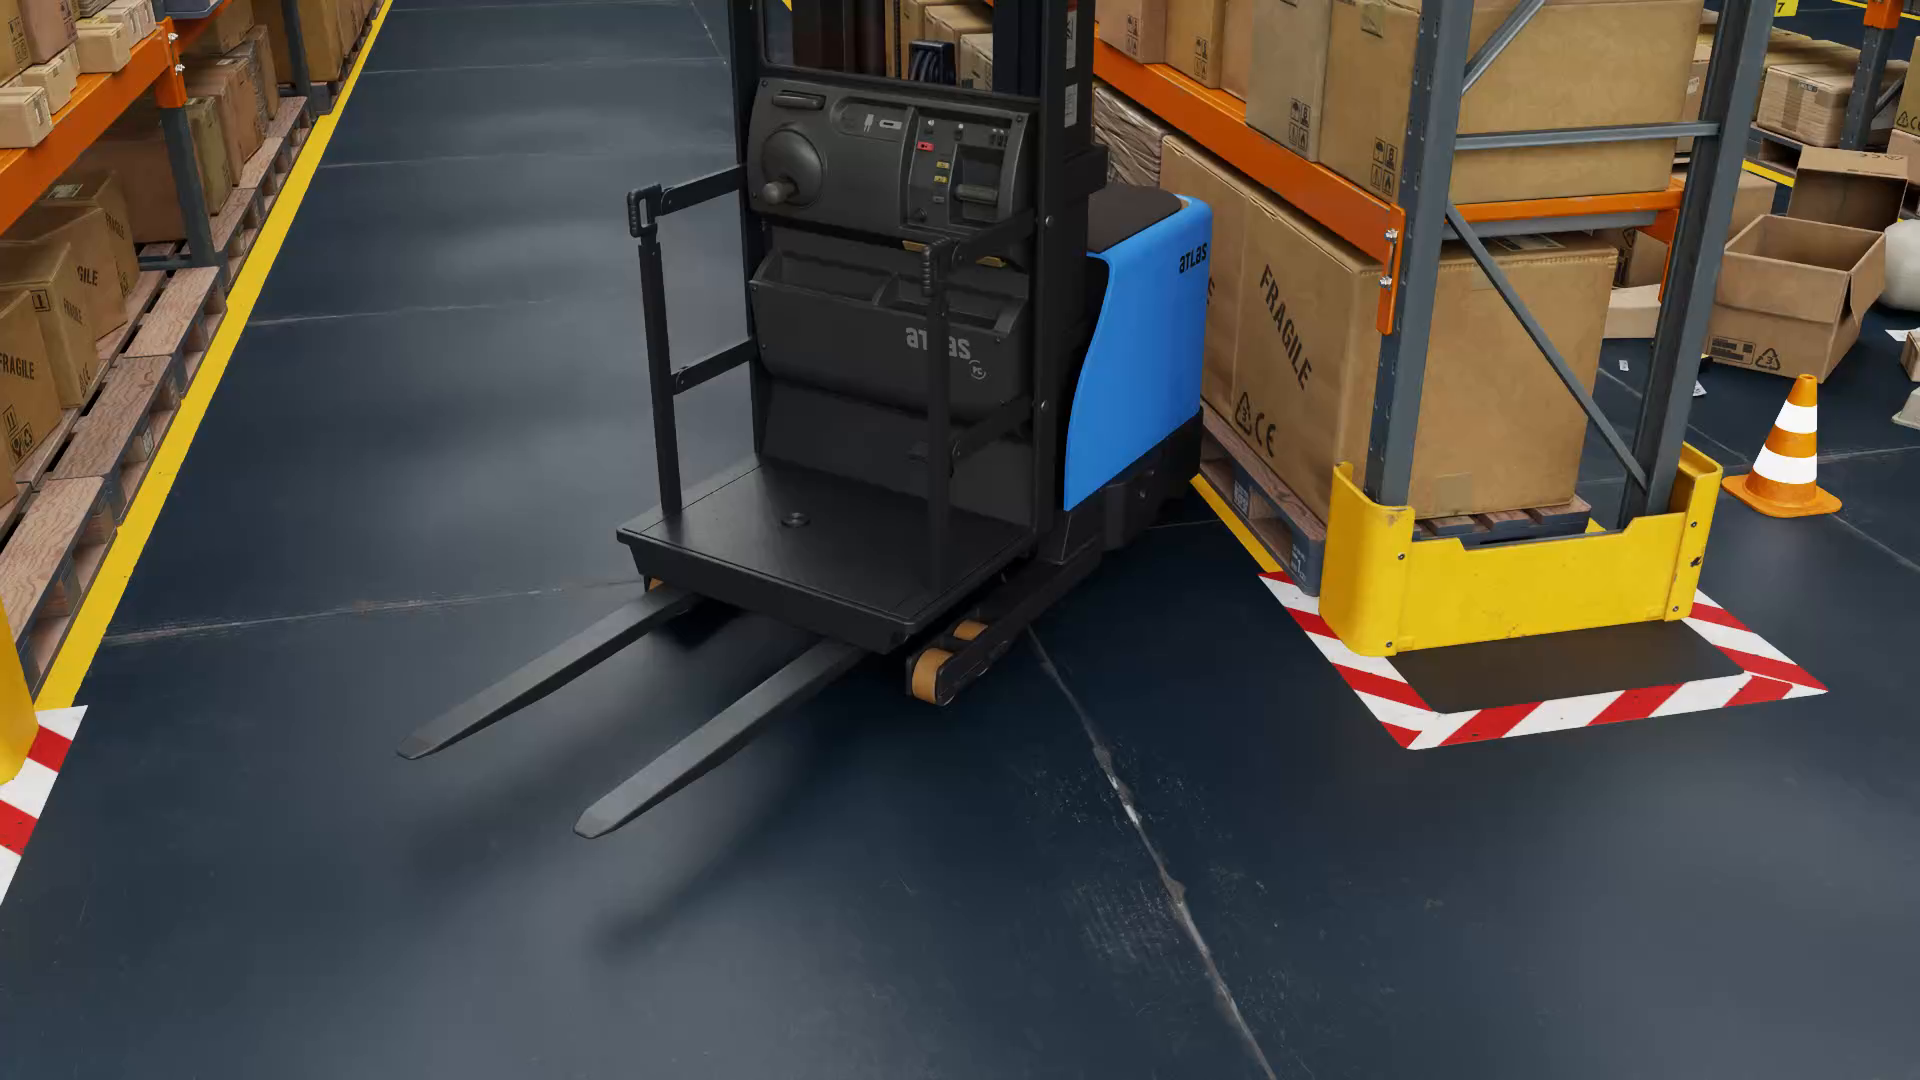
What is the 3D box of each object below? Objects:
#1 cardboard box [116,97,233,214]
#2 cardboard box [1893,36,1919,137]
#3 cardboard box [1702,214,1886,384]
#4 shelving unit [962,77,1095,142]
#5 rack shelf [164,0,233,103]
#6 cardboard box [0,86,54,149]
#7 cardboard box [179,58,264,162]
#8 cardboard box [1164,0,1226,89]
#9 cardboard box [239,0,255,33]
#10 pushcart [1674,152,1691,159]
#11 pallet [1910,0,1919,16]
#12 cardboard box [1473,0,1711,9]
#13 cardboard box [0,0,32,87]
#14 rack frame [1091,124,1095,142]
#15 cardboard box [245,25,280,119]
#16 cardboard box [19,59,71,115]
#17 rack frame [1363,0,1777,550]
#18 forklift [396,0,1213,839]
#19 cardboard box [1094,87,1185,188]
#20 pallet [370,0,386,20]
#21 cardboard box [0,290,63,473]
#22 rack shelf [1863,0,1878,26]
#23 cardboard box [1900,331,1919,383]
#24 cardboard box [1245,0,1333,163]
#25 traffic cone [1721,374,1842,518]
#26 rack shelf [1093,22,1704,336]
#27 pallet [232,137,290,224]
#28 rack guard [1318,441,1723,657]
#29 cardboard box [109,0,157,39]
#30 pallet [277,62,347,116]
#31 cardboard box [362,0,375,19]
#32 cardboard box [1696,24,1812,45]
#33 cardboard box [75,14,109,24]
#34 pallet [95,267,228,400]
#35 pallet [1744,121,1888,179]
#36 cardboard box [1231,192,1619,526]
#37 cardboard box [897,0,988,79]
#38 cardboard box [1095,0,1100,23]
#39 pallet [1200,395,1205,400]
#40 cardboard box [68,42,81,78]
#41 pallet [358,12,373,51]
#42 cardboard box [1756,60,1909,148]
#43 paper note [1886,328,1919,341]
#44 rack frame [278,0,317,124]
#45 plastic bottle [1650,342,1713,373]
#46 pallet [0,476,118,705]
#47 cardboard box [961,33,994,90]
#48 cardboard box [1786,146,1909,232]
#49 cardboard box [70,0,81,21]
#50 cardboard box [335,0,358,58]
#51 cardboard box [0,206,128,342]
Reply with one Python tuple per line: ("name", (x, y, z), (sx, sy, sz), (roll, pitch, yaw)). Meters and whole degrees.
("cardboard box", (-4.234, -1.983, 8.636), (0.700, 0.500, 0.500), (-6, 27, -12))
("cardboard box", (5.498, -2.434, 8.997), (0.500, 0.500, 0.500), (-5, 27, -9))
("cardboard box", (3.667, -1.070, 7.311), (0.637, 0.503, 0.797), (19, 32, 32))
("shelving unit", (0.062, -1.256, 6.991), (0.538, 1.125, 1.048), (-13, 30, -24))
("rack shelf", (-4.478, -2.977, 9.117), (1.077, 0.370, 4.000), (-6, 27, -12))
("cardboard box", (-3.201, -1.369, 5.413), (0.380, 0.149, 0.250), (-6, 27, -12))
("cardboard box", (-4.486, -2.474, 9.608), (0.700, 0.500, 0.500), (-4, 27, -7))
("cardboard box", (1.293, -2.075, 6.365), (0.875, 0.550, 0.500), (-6, 27, -12))
("cardboard box", (-4.748, -3.300, 10.413), (0.500, 0.250, 0.500), (-5, 27, -9))
("pushcart", (3.418, -2.002, 9.297), (1.648, 0.377, 0.936), (-16, 31, -29))
("pallet", (9.430, -4.774, 14.975), (1.003, 0.211, 1.213), (-6, 27, -12))
("cardboard box", (1.683, -1.839, 4.699), (0.875, 0.550, 0.550), (-6, 27, -12))
("cardboard box", (-3.624, -1.737, 5.422), (0.875, 0.500, 0.500), (-6, 27, -12))
("rack frame", (0.293, -1.052, 6.587), (0.500, 1.125, 0.032), (-13, 30, -24))
("cardboard box", (-4.758, -2.964, 10.579), (0.700, 0.500, 0.500), (-7, 28, -14))
("cardboard box", (-3.369, -1.583, 5.836), (0.380, 0.149, 0.250), (-6, 27, -12))
("rack frame", (1.729, -1.123, 4.646), (1.000, 3.000, 0.127), (-6, 27, -12))
("forklift", (-0.334, -1.071, 4.618), (1.130, 2.935, 3.031), (16, 31, 29))
("cardboard box", (1.108, -1.439, 7.165), (0.875, 0.875, 0.875), (-6, 27, -11))
("pallet", (-5.925, -5.029, 15.479), (1.003, 0.211, 1.213), (-6, 27, -12))
("cardboard box", (-3.541, -0.547, 5.812), (0.500, 0.500, 0.500), (-3, 27, -7))
("rack shelf", (5.177, -3.983, 11.110), (1.077, 0.370, 4.000), (-6, 27, -12))
("cardboard box", (4.266, -0.767, 7.105), (0.380, 0.149, 0.250), (8, 28, 15))
("cardboard box", (1.456, -1.587, 5.400), (0.875, 0.550, 0.550), (-6, 27, -12))
("traffic cone", (2.993, -0.368, 5.965), (0.336, 0.463, 0.334), (-6, 27, -12))
("rack shelf", (1.279, -1.680, 6.548), (1.077, 0.370, 4.000), (-6, 27, -12))
("pallet", (-4.483, -2.053, 9.583), (1.003, 0.211, 1.213), (-6, 27, -12))
("rack guard", (1.735, 0.003, 5.188), (1.175, 0.500, 0.348), (-6, 27, -12))
("cardboard box", (-3.692, -2.243, 7.144), (0.380, 0.149, 0.250), (-6, 27, -12))
("pallet", (-5.033, -3.285, 12.023), (1.003, 0.211, 1.213), (-6, 27, -12))
("cardboard box", (-5.666, -4.892, 14.005), (1.225, 0.875, 0.875), (-6, 27, -11))
("cardboard box", (5.183, -3.291, 11.391), (0.950, 0.372, 0.625), (-5, 27, -10))
("cardboard box", (-3.647, -2.016, 6.695), (0.380, 0.149, 0.250), (-6, 27, -12))
("pallet", (-3.841, -0.884, 7.266), (1.003, 0.211, 1.213), (-6, 27, -12))
("pallet", (5.451, -2.523, 10.514), (1.003, 0.211, 1.213), (-6, 27, -12))
("cardboard box", (1.512, -0.653, 5.607), (0.875, 0.875, 0.875), (-6, 27, -11))
("cardboard box", (0.176, -3.158, 10.709), (1.050, 0.750, 0.750), (-6, 27, -11))
("cardboard box", (1.069, -2.546, 7.299), (0.875, 0.550, 0.550), (-6, 27, -12))
("pallet", (1.202, -0.756, 7.013), (1.003, 0.211, 1.213), (-6, 27, -12))
("cardboard box", (-3.555, -1.795, 6.256), (0.380, 0.149, 0.250), (-6, 27, -12))
("pallet", (-5.583, -4.356, 14.146), (1.003, 0.211, 1.213), (-6, 27, -12))
("cardboard box", (5.507, -2.670, 10.162), (0.950, 0.372, 0.625), (-6, 27, -11))
("paper note", (4.332, -0.940, 7.592), (0.148, 0.019, 0.142), (3, 27, 6))
("rack frame", (-4.929, -4.176, 10.694), (1.000, 3.000, 0.127), (-6, 27, -12))
("plastic bottle", (3.130, -0.805, 7.278), (0.133, 0.061, 0.283), (-16, 31, -29))
("pallet", (-3.292, 0.188, 5.144), (1.003, 0.211, 1.213), (-6, 27, -12))
("cardboard box", (0.600, -2.326, 9.059), (1.050, 0.750, 0.750), (-6, 27, -12))
("cardboard box", (4.544, -1.703, 8.566), (0.500, 0.500, 0.500), (13, 30, 24))
("cardboard box", (-3.908, -2.170, 6.280), (0.875, 0.500, 0.500), (-6, 27, -12))
("cardboard box", (-5.257, -4.112, 12.459), (1.225, 0.875, 0.875), (-6, 27, -11))
("cardboard box", (-3.840, -1.061, 6.831), (0.500, 0.500, 0.500), (2, 27, 5))
